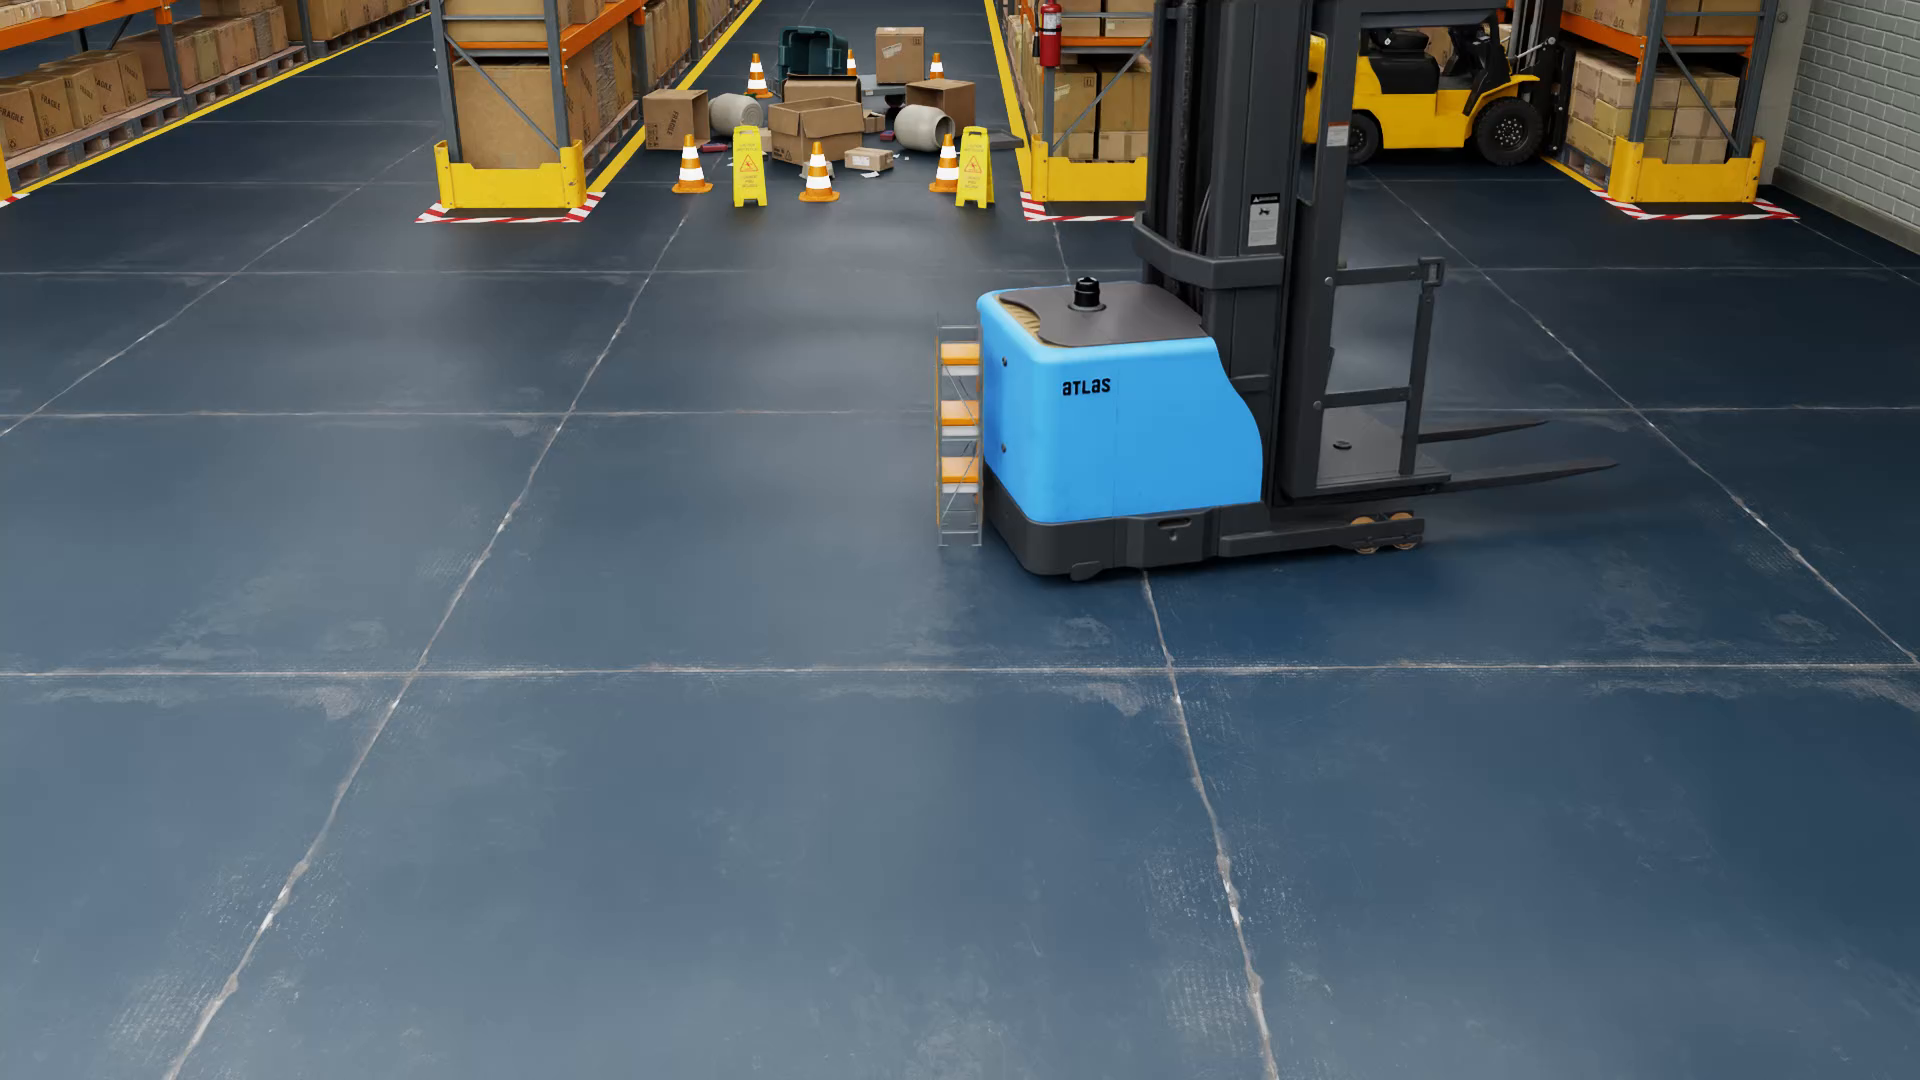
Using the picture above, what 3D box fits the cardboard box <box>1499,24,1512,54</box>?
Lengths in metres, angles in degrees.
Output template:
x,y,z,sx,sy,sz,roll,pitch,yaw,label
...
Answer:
x,y,z,sx,sy,sz,roll,pitch,yaw,label
5.807,-5.143,17.095,0.500,0.250,0.500,-1,24,-1,cardboard box

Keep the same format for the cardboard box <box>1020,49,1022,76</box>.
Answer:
x,y,z,sx,sy,sz,roll,pitch,yaw,label
1.144,-5.136,18.145,0.950,0.372,0.625,0,24,0,cardboard box

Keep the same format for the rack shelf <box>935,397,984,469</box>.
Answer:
x,y,z,sx,sy,sz,roll,pitch,yaw,label
-0.004,-0.490,7.585,0.215,0.259,0.240,-1,24,-2,rack shelf

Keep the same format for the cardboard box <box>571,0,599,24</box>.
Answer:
x,y,z,sx,sy,sz,roll,pitch,yaw,label
-3.710,-4.893,14.746,0.875,0.550,0.550,0,24,-1,cardboard box

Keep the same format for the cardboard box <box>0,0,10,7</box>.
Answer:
x,y,z,sx,sy,sz,roll,pitch,yaw,label
-8.818,-4.846,14.343,0.875,0.500,0.500,0,24,-1,cardboard box

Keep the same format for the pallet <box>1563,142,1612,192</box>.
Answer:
x,y,z,sx,sy,sz,roll,pitch,yaw,label
6.109,-3.346,14.892,1.003,0.211,1.213,0,24,-1,pallet

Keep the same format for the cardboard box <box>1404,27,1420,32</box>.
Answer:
x,y,z,sx,sy,sz,roll,pitch,yaw,label
6.065,-6.450,20.744,0.875,0.625,0.625,1,24,1,cardboard box

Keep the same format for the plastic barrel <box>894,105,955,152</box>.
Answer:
x,y,z,sx,sy,sz,roll,pitch,yaw,label
-0.341,-3.948,15.966,0.512,0.421,0.421,19,30,35,plastic barrel

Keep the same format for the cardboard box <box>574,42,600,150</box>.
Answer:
x,y,z,sx,sy,sz,roll,pitch,yaw,label
-3.838,-4.079,15.197,0.875,0.875,0.875,-1,24,-1,cardboard box

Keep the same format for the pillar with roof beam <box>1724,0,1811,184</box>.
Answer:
x,y,z,sx,sy,sz,roll,pitch,yaw,label
2.748,-7.307,12.985,9.100,9.000,0.400,0,24,-1,pillar with roof beam

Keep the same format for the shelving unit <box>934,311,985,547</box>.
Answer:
x,y,z,sx,sy,sz,roll,pitch,yaw,label
-0.004,-0.500,7.581,0.215,1.050,0.252,-1,24,-2,shelving unit

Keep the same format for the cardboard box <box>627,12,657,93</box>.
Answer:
x,y,z,sx,sy,sz,roll,pitch,yaw,label
-3.893,-5.284,18.013,1.050,0.750,0.750,0,24,-1,cardboard box

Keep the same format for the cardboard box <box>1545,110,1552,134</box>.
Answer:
x,y,z,sx,sy,sz,roll,pitch,yaw,label
5.818,-4.057,15.908,0.500,0.250,0.500,1,24,1,cardboard box

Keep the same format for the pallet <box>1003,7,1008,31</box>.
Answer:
x,y,z,sx,sy,sz,roll,pitch,yaw,label
1.149,-7.634,24.374,1.003,0.211,1.213,0,24,-1,pallet

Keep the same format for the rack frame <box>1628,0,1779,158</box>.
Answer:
x,y,z,sx,sy,sz,roll,pitch,yaw,label
6.159,-4.301,13.621,1.000,3.000,0.127,0,24,-1,rack frame

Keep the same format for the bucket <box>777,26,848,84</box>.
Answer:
x,y,z,sx,sy,sz,roll,pitch,yaw,label
-1.490,-5.017,17.331,0.726,0.611,0.620,8,16,18,bucket

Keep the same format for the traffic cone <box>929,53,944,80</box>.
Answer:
x,y,z,sx,sy,sz,roll,pitch,yaw,label
-0.261,-5.275,18.851,0.336,0.463,0.334,0,24,-1,traffic cone

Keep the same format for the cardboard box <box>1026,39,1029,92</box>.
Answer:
x,y,z,sx,sy,sz,roll,pitch,yaw,label
0.906,-4.741,16.510,0.500,0.500,0.500,1,24,2,cardboard box

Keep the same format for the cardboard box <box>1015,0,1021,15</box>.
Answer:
x,y,z,sx,sy,sz,roll,pitch,yaw,label
1.184,-7.082,21.838,0.875,0.875,0.875,0,24,-1,cardboard box

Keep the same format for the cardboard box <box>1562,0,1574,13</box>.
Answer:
x,y,z,sx,sy,sz,roll,pitch,yaw,label
5.872,-5.181,15.444,0.500,0.500,0.500,0,24,0,cardboard box

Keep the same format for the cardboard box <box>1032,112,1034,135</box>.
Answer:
x,y,z,sx,sy,sz,roll,pitch,yaw,label
0.920,-3.762,15.254,0.500,0.250,0.500,0,24,0,cardboard box

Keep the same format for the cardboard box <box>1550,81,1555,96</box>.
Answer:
x,y,z,sx,sy,sz,roll,pitch,yaw,label
5.818,-4.292,15.821,0.500,0.250,0.500,0,24,-1,cardboard box

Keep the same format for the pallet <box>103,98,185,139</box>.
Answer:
x,y,z,sx,sy,sz,roll,pitch,yaw,label
-8.715,-4.334,17.077,1.003,0.211,1.213,0,24,-1,pallet

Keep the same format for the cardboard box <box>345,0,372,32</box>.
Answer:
x,y,z,sx,sy,sz,roll,pitch,yaw,label
-8.790,-7.405,22.551,1.225,0.875,0.875,0,24,0,cardboard box

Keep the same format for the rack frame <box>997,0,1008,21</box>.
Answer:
x,y,z,sx,sy,sz,roll,pitch,yaw,label
1.065,-9.222,24.501,1.000,3.000,0.127,0,24,-1,rack frame

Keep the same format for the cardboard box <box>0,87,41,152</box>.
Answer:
x,y,z,sx,sy,sz,roll,pitch,yaw,label
-8.744,-3.789,15.012,0.500,0.500,0.500,6,25,13,cardboard box

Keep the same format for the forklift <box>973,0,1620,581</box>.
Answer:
x,y,z,sx,sy,sz,roll,pitch,yaw,label
1.639,-1.475,7.454,3.031,2.935,1.130,-6,25,-13,forklift

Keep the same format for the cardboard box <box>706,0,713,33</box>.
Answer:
x,y,z,sx,sy,sz,roll,pitch,yaw,label
-3.602,-7.062,22.249,0.500,0.500,0.500,0,24,0,cardboard box

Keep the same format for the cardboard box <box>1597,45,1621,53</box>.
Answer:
x,y,z,sx,sy,sz,roll,pitch,yaw,label
6.341,-4.518,15.712,0.500,0.250,0.500,-1,24,-2,cardboard box

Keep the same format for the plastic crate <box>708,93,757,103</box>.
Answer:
x,y,z,sx,sy,sz,roll,pitch,yaw,label
-2.485,-4.541,17.493,0.450,0.188,0.662,3,22,31,plastic crate

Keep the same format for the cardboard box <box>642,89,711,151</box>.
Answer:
x,y,z,sx,sy,sz,roll,pitch,yaw,label
-2.753,-4.089,16.182,0.500,0.500,0.500,4,25,9,cardboard box

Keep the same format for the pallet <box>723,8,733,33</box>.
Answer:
x,y,z,sx,sy,sz,roll,pitch,yaw,label
-3.874,-7.567,24.225,1.003,0.211,1.213,0,24,-1,pallet

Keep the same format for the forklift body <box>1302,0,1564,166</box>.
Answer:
x,y,z,sx,sy,sz,roll,pitch,yaw,label
4.314,-4.688,15.505,2.313,2.155,1.214,0,24,-1,forklift body

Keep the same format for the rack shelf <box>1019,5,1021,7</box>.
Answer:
x,y,z,sx,sy,sz,roll,pitch,yaw,label
1.130,-6.422,19.183,1.077,0.370,4.000,0,24,-1,rack shelf

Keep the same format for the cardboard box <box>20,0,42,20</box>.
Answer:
x,y,z,sx,sy,sz,roll,pitch,yaw,label
-8.499,-4.752,14.922,0.380,0.149,0.250,0,24,-1,cardboard box

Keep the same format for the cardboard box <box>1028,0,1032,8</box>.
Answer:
x,y,z,sx,sy,sz,roll,pitch,yaw,label
0.839,-5.153,15.808,0.380,0.149,0.250,0,24,0,cardboard box

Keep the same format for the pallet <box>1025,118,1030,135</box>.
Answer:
x,y,z,sx,sy,sz,roll,pitch,yaw,label
1.195,-4.379,17.176,1.003,0.211,1.213,0,24,-1,pallet

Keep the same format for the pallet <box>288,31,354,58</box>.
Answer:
x,y,z,sx,sy,sz,roll,pitch,yaw,label
-8.734,-6.584,22.052,1.003,0.211,1.213,0,24,-1,pallet

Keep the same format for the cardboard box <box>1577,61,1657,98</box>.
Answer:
x,y,z,sx,sy,sz,roll,pitch,yaw,label
5.831,-4.094,14.776,0.500,0.250,0.500,0,24,0,cardboard box

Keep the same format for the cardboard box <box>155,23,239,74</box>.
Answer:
x,y,z,sx,sy,sz,roll,pitch,yaw,label
-8.735,-5.623,19.042,0.700,0.500,0.500,-2,24,-5,cardboard box

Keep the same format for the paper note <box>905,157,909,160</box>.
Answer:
x,y,z,sx,sy,sz,roll,pitch,yaw,label
-0.503,-3.608,15.716,0.032,0.001,0.123,0,24,-1,paper note

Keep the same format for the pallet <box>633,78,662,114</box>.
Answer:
x,y,z,sx,sy,sz,roll,pitch,yaw,label
-3.880,-4.909,18.348,1.003,0.211,1.213,0,24,-1,pallet

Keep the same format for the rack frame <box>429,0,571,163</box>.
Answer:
x,y,z,sx,sy,sz,roll,pitch,yaw,label
-3.753,-4.214,13.427,1.000,3.000,0.127,0,24,-1,rack frame

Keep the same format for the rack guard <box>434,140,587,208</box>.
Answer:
x,y,z,sx,sy,sz,roll,pitch,yaw,label
-3.752,-3.065,13.920,1.175,0.500,0.348,0,24,-1,rack guard

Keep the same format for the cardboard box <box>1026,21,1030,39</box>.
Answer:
x,y,z,sx,sy,sz,roll,pitch,yaw,label
0.837,-4.994,16.281,0.380,0.149,0.250,1,24,1,cardboard box
